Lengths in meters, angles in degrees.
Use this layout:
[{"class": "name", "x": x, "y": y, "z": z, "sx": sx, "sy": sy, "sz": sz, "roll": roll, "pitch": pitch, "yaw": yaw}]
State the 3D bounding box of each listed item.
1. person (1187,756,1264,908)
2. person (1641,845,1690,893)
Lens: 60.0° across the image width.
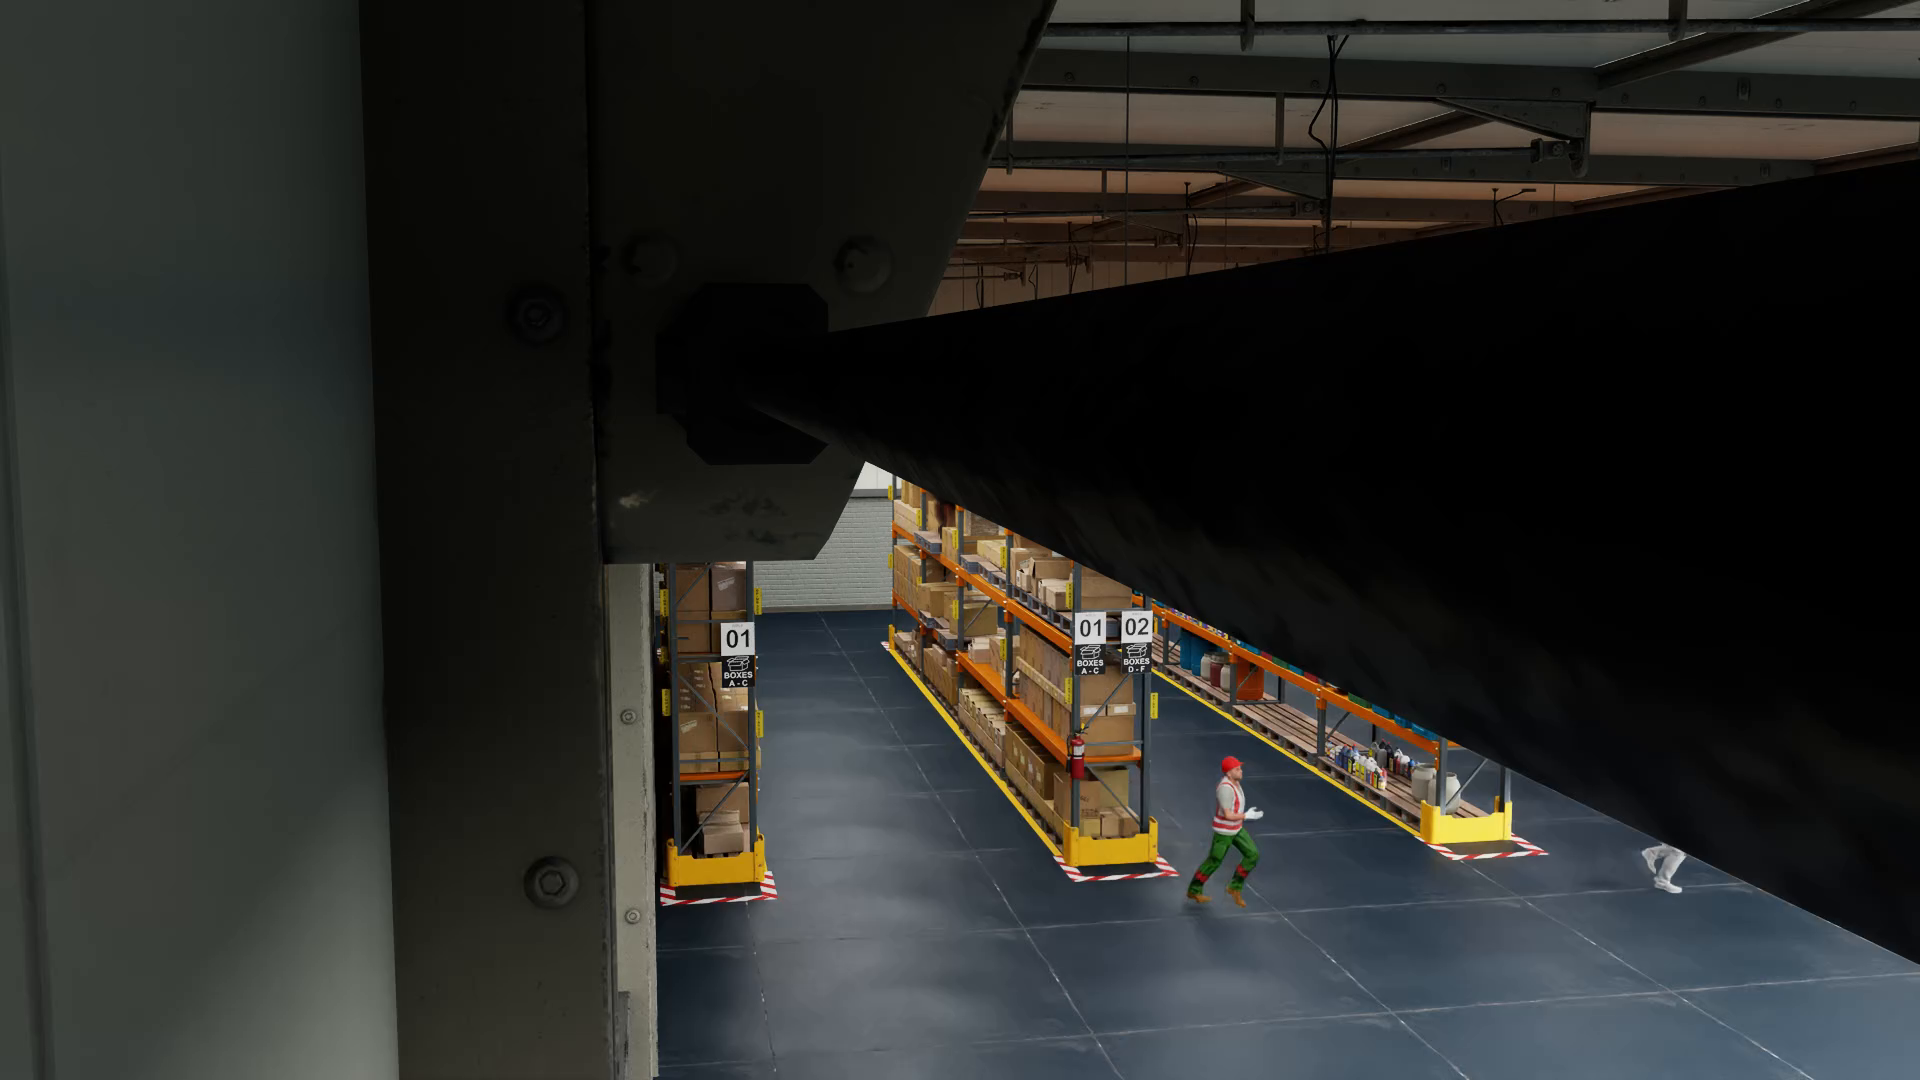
[{"class": "person", "x": 3.100, "y": 3.365, "z": 19.216, "sx": 0.891, "sy": 1.790, "sz": 0.676, "roll": 3, "pitch": 7, "yaw": 28}, {"class": "person", "x": 8.507, "y": 3.337, "z": 19.868, "sx": 0.654, "sy": 1.728, "sz": 0.725, "roll": 3, "pitch": 7, "yaw": 28}]
